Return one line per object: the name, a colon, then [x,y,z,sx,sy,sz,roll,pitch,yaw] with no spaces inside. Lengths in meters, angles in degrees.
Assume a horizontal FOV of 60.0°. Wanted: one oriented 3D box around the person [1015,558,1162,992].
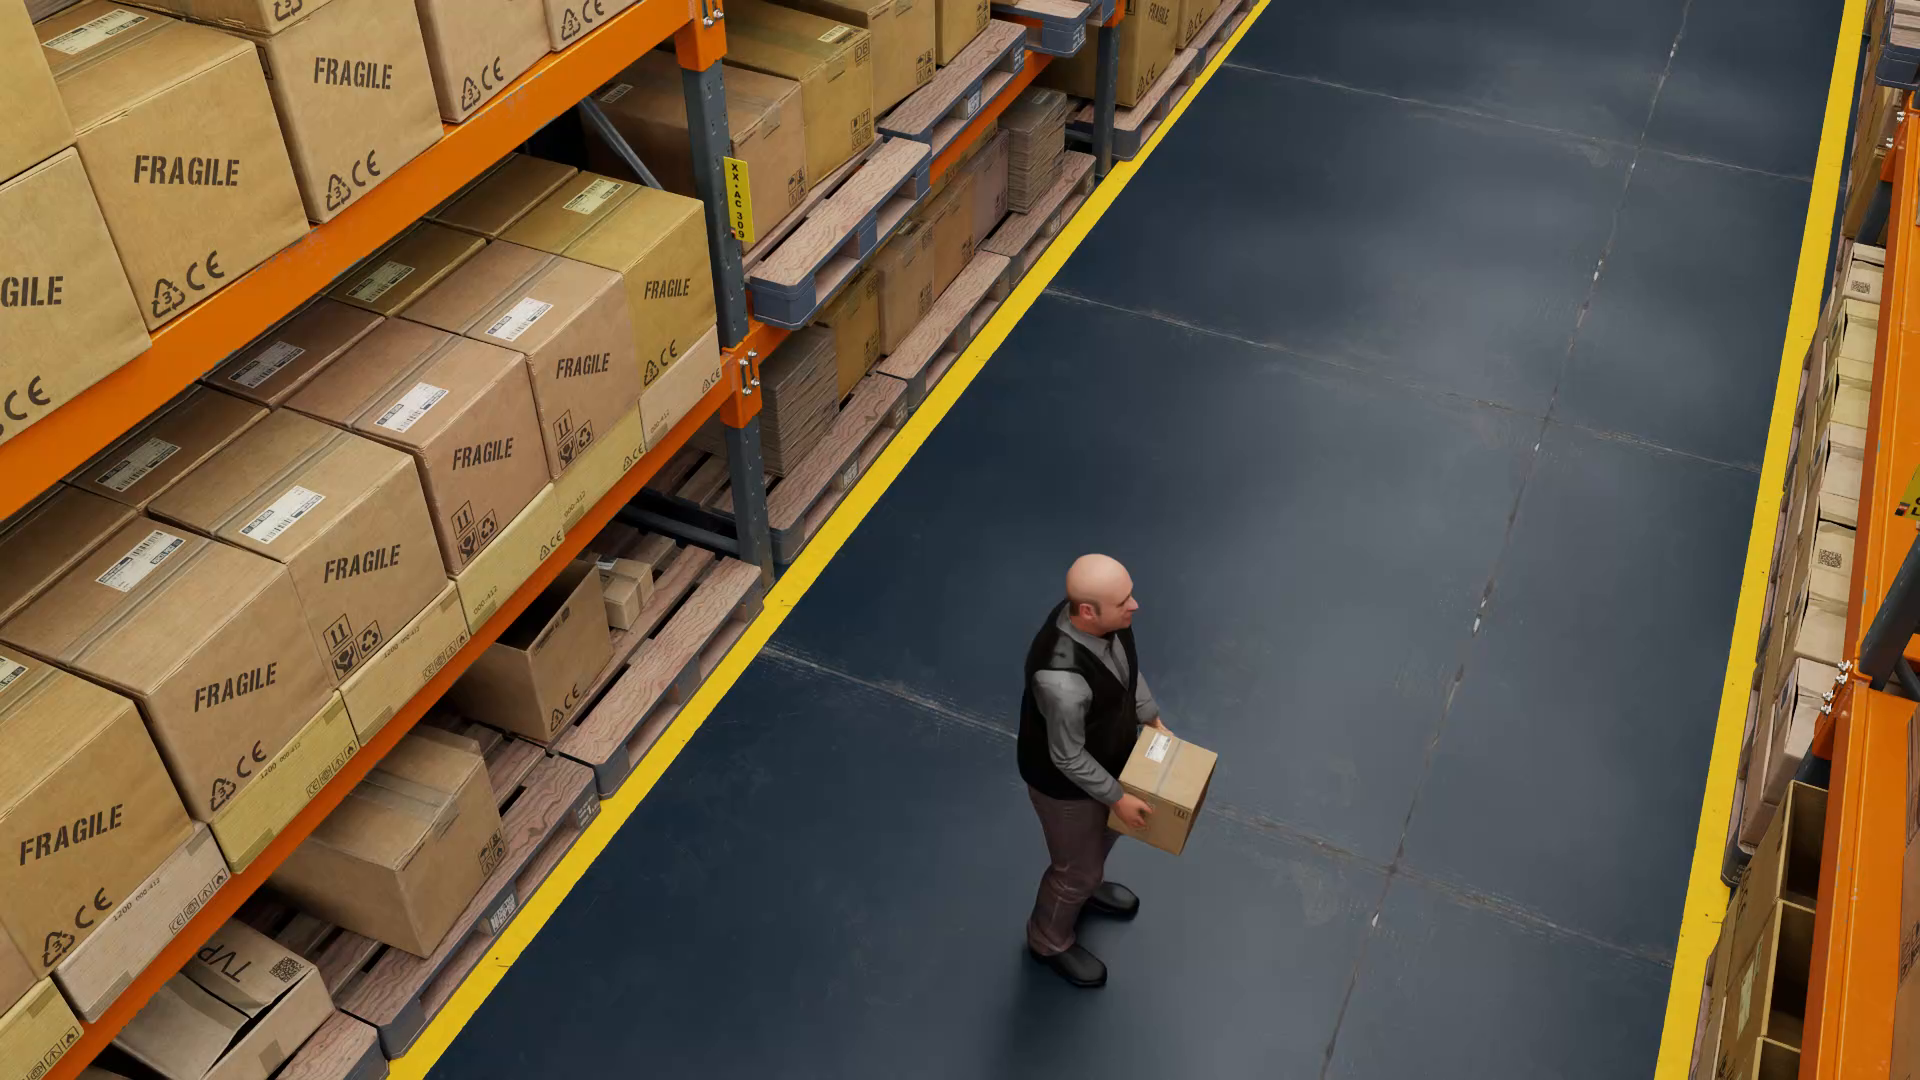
person: [0.398,0.710,5.382,0.422,1.719,0.577,16,44,17]
